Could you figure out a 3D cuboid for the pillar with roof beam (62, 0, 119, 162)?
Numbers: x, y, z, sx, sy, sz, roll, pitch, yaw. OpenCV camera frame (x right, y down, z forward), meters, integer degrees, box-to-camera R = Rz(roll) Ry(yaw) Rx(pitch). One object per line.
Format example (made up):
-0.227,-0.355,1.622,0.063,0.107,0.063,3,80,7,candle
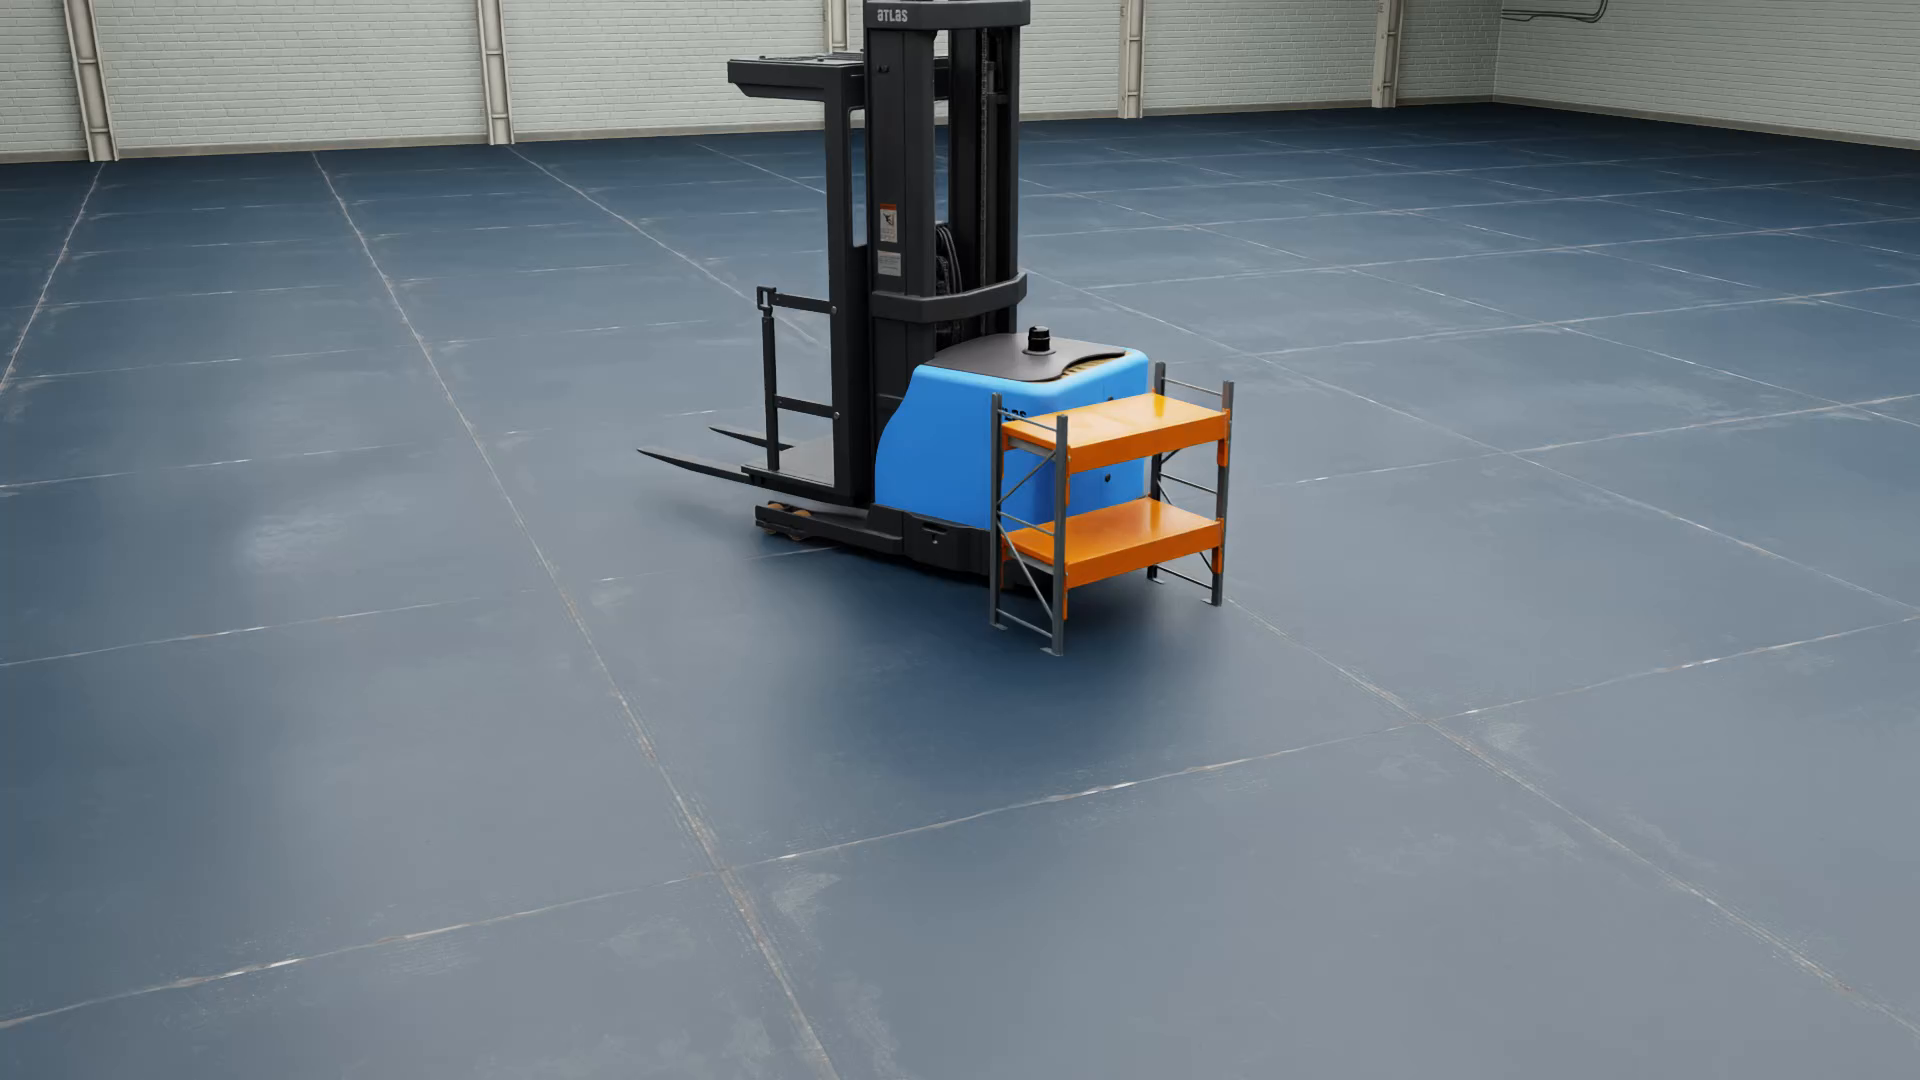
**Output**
-11.514,-8.805,20.478,0.400,9.000,9.100,-8,21,-22,pillar with roof beam

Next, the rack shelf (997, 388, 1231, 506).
0.709,-0.446,7.715,1.000,0.278,0.538,-14,24,-35,rack shelf

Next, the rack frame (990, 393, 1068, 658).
0.304,-0.068,7.522,0.032,1.125,0.500,-14,24,-35,rack frame

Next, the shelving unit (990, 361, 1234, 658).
0.709,-0.170,7.812,1.048,1.125,0.538,-14,24,-35,shelving unit

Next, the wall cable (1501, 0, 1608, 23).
12.046,-11.794,33.645,0.112,2.526,3.097,-8,21,-22,wall cable

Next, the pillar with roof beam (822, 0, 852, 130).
-0.496,-10.383,24.962,0.400,9.000,9.100,-8,21,-22,pillar with roof beam

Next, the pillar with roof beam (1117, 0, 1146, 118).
5.014,-11.173,27.204,0.400,9.000,9.100,-8,21,-22,pillar with roof beam

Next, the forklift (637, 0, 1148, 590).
-0.504,-1.505,8.883,3.031,2.935,1.130,14,24,34,forklift

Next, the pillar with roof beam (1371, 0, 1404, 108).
10.523,-11.962,29.445,0.400,9.000,9.100,-8,21,-22,pillar with roof beam

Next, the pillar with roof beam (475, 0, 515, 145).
-6.005,-9.594,22.720,0.400,9.000,9.100,-8,21,-22,pillar with roof beam

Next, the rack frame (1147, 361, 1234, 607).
1.114,-0.272,8.102,0.032,1.125,0.500,-14,24,-35,rack frame

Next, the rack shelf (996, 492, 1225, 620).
0.709,0.060,7.893,1.000,0.278,0.538,-14,24,-35,rack shelf
